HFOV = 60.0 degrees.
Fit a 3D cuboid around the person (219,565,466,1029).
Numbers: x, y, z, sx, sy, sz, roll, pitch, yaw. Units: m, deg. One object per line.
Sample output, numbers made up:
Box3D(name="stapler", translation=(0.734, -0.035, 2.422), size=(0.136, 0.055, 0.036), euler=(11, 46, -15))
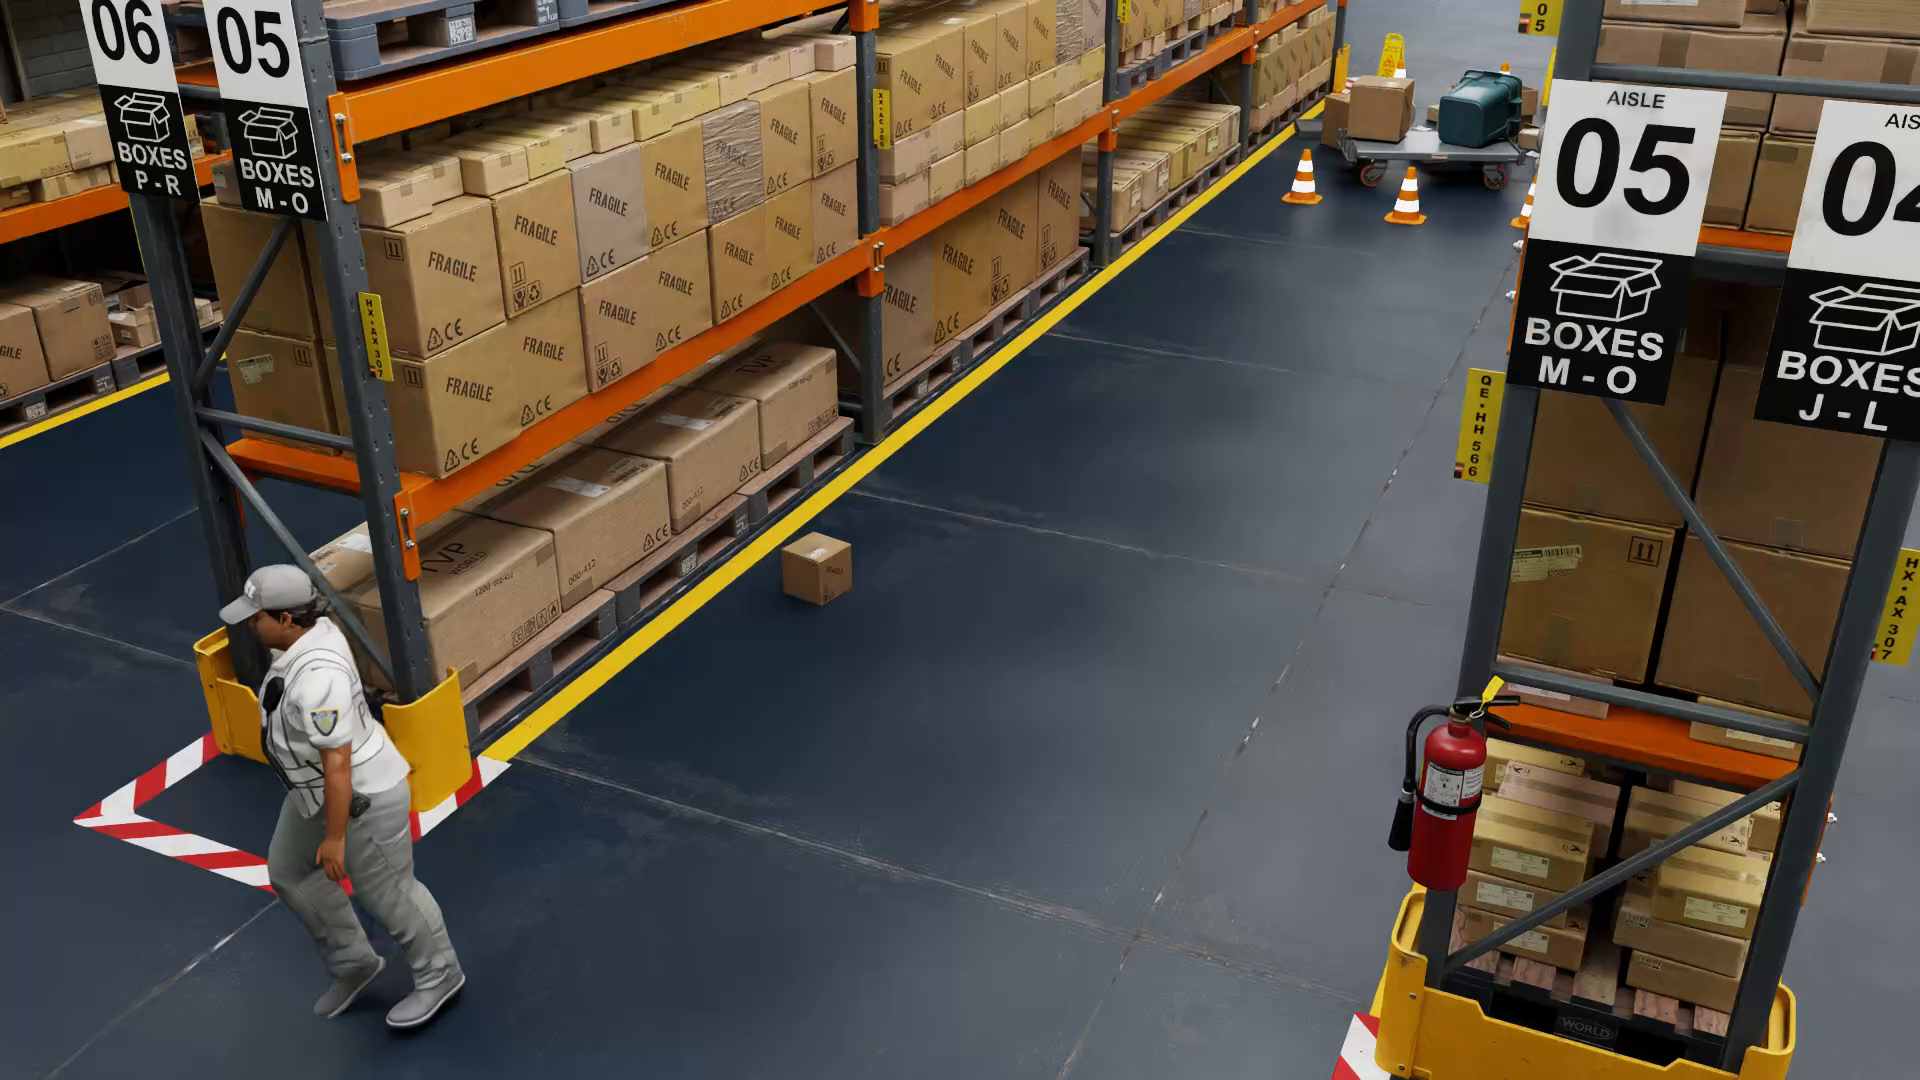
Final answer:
Box3D(name="person", translation=(-2.005, 0.856, 5.411), size=(0.506, 1.698, 0.557), euler=(-16, 30, -29))
